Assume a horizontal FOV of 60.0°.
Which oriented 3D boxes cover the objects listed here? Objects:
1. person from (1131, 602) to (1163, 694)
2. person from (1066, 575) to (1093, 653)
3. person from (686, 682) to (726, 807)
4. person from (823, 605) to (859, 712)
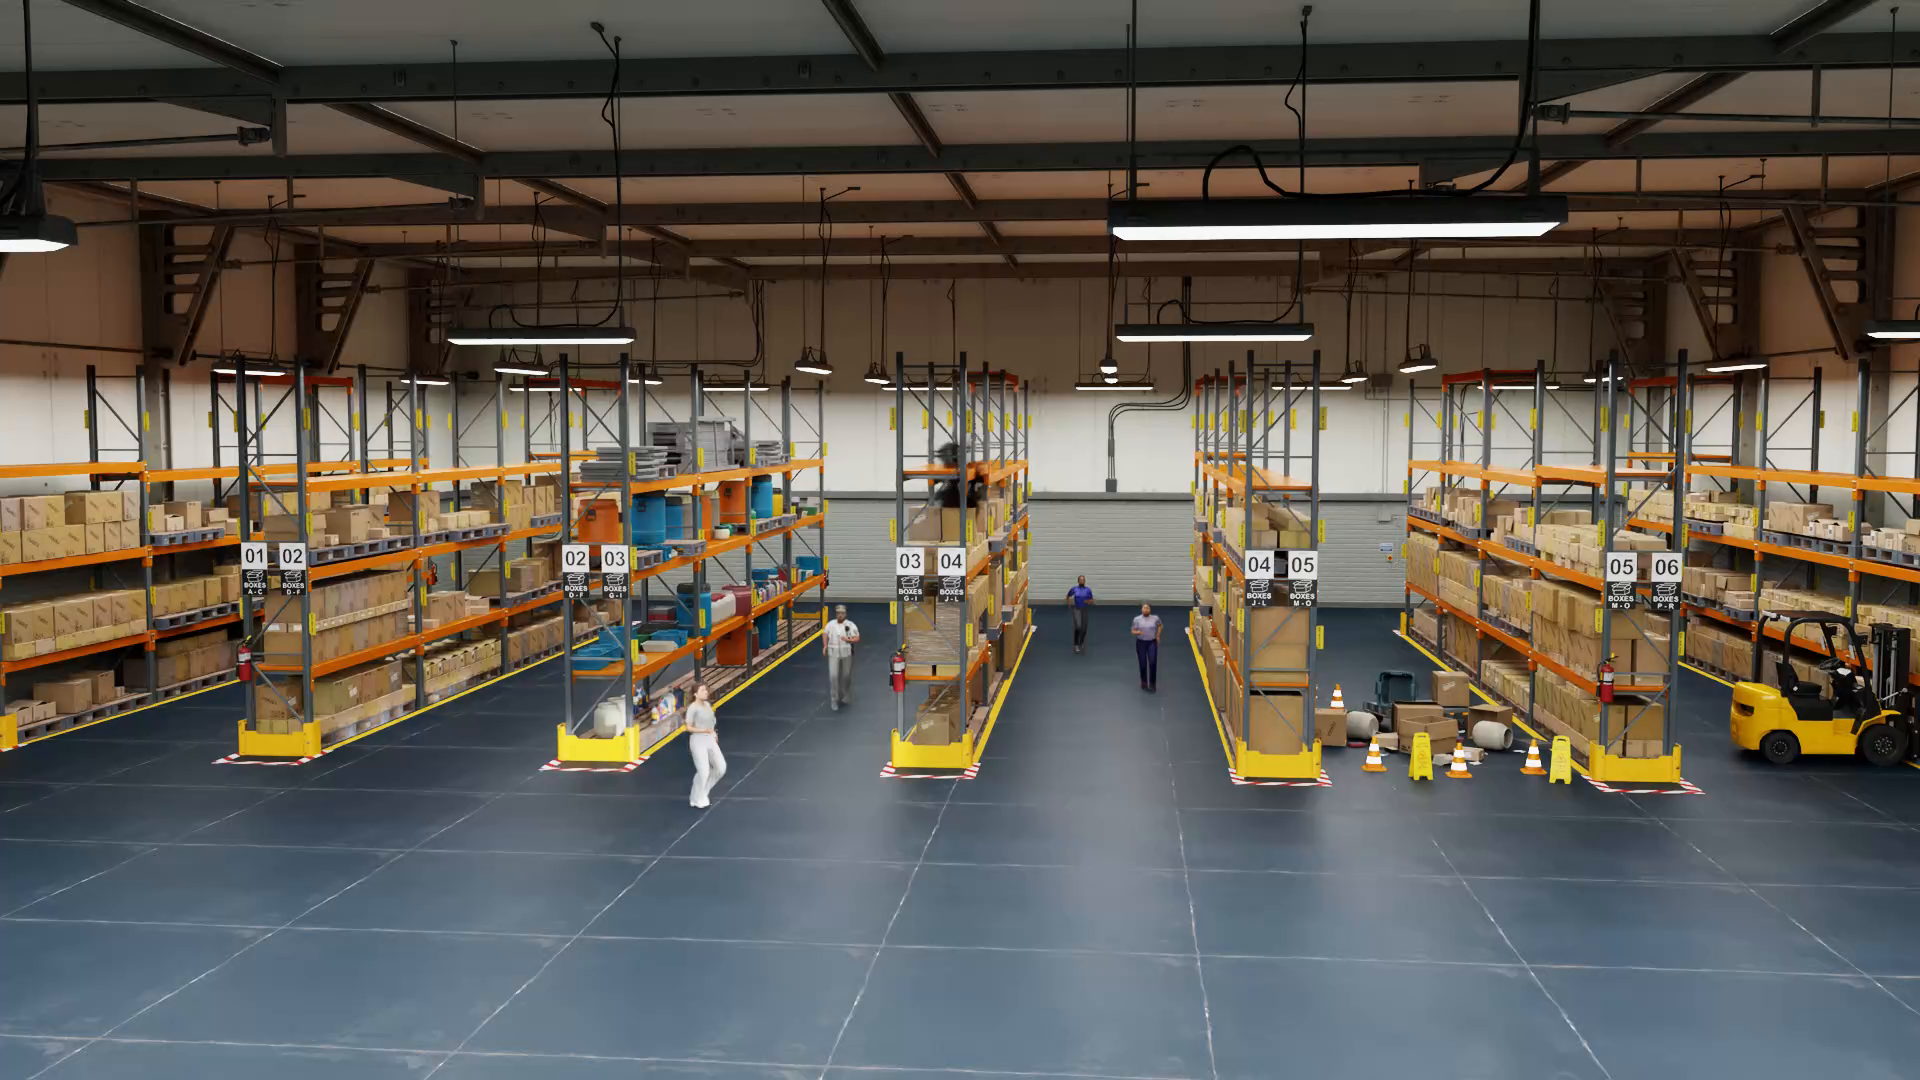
[{"bbox_3d":[3.461,2.004,30.854,0.583,1.707,0.746,1,4,8],"label":"person"},{"bbox_3d":[2.621,1.615,36.168,0.536,1.700,0.724,-1,4,-8],"label":"person"},{"bbox_3d":[-3.273,2.647,21.483,0.558,1.628,0.553,3,5,35],"label":"person"},{"bbox_3d":[-2.088,2.038,29.131,0.649,1.823,0.885,0,4,-3],"label":"person"}]
